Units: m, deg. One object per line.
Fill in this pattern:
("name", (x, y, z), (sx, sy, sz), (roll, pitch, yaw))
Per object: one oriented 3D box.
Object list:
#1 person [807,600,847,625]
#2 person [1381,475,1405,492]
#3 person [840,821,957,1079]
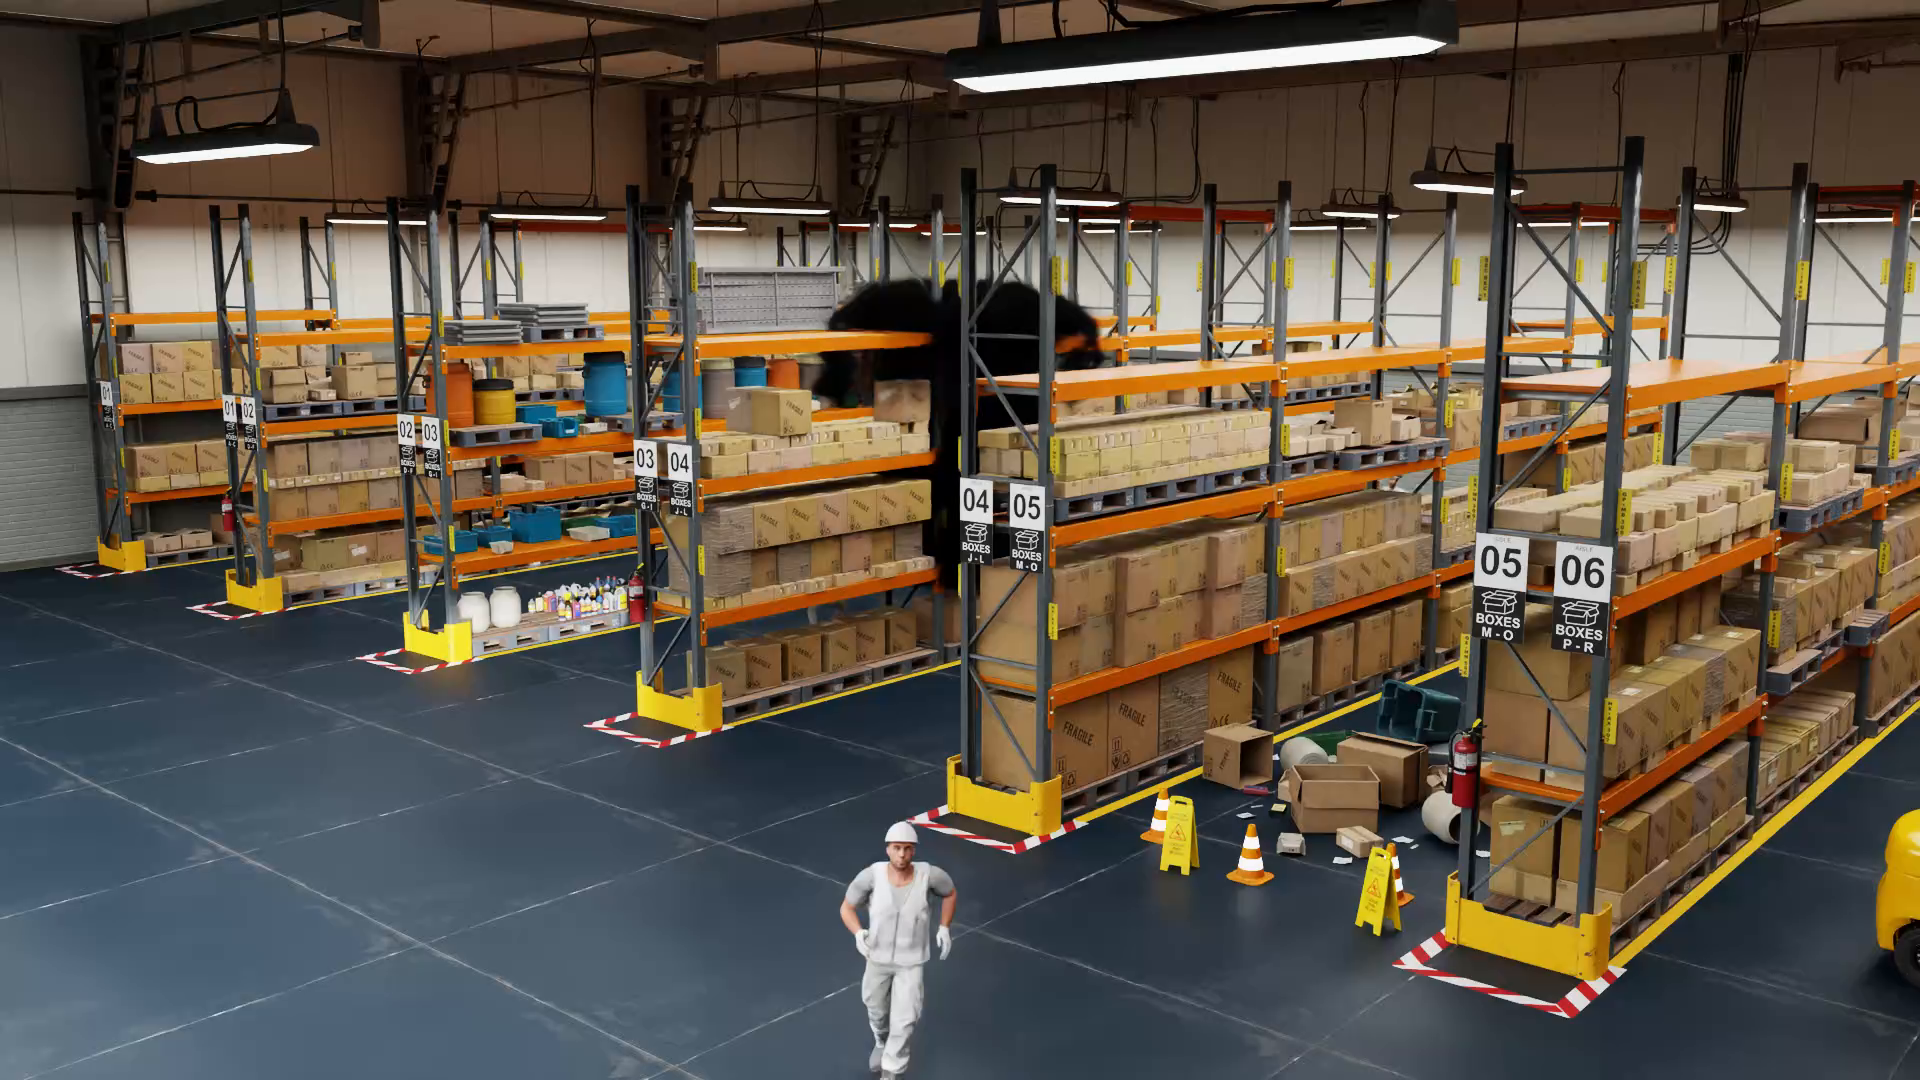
("person", (-1.949, 0.468, 23.495), (0.600, 1.678, 0.820), (6, 11, 31))
("person", (7.259, -0.317, 28.107), (0.583, 1.719, 0.693), (5, 11, 30))
("person", (-0.393, 2.601, 10.235), (0.698, 1.800, 0.945), (1, 10, 7))
